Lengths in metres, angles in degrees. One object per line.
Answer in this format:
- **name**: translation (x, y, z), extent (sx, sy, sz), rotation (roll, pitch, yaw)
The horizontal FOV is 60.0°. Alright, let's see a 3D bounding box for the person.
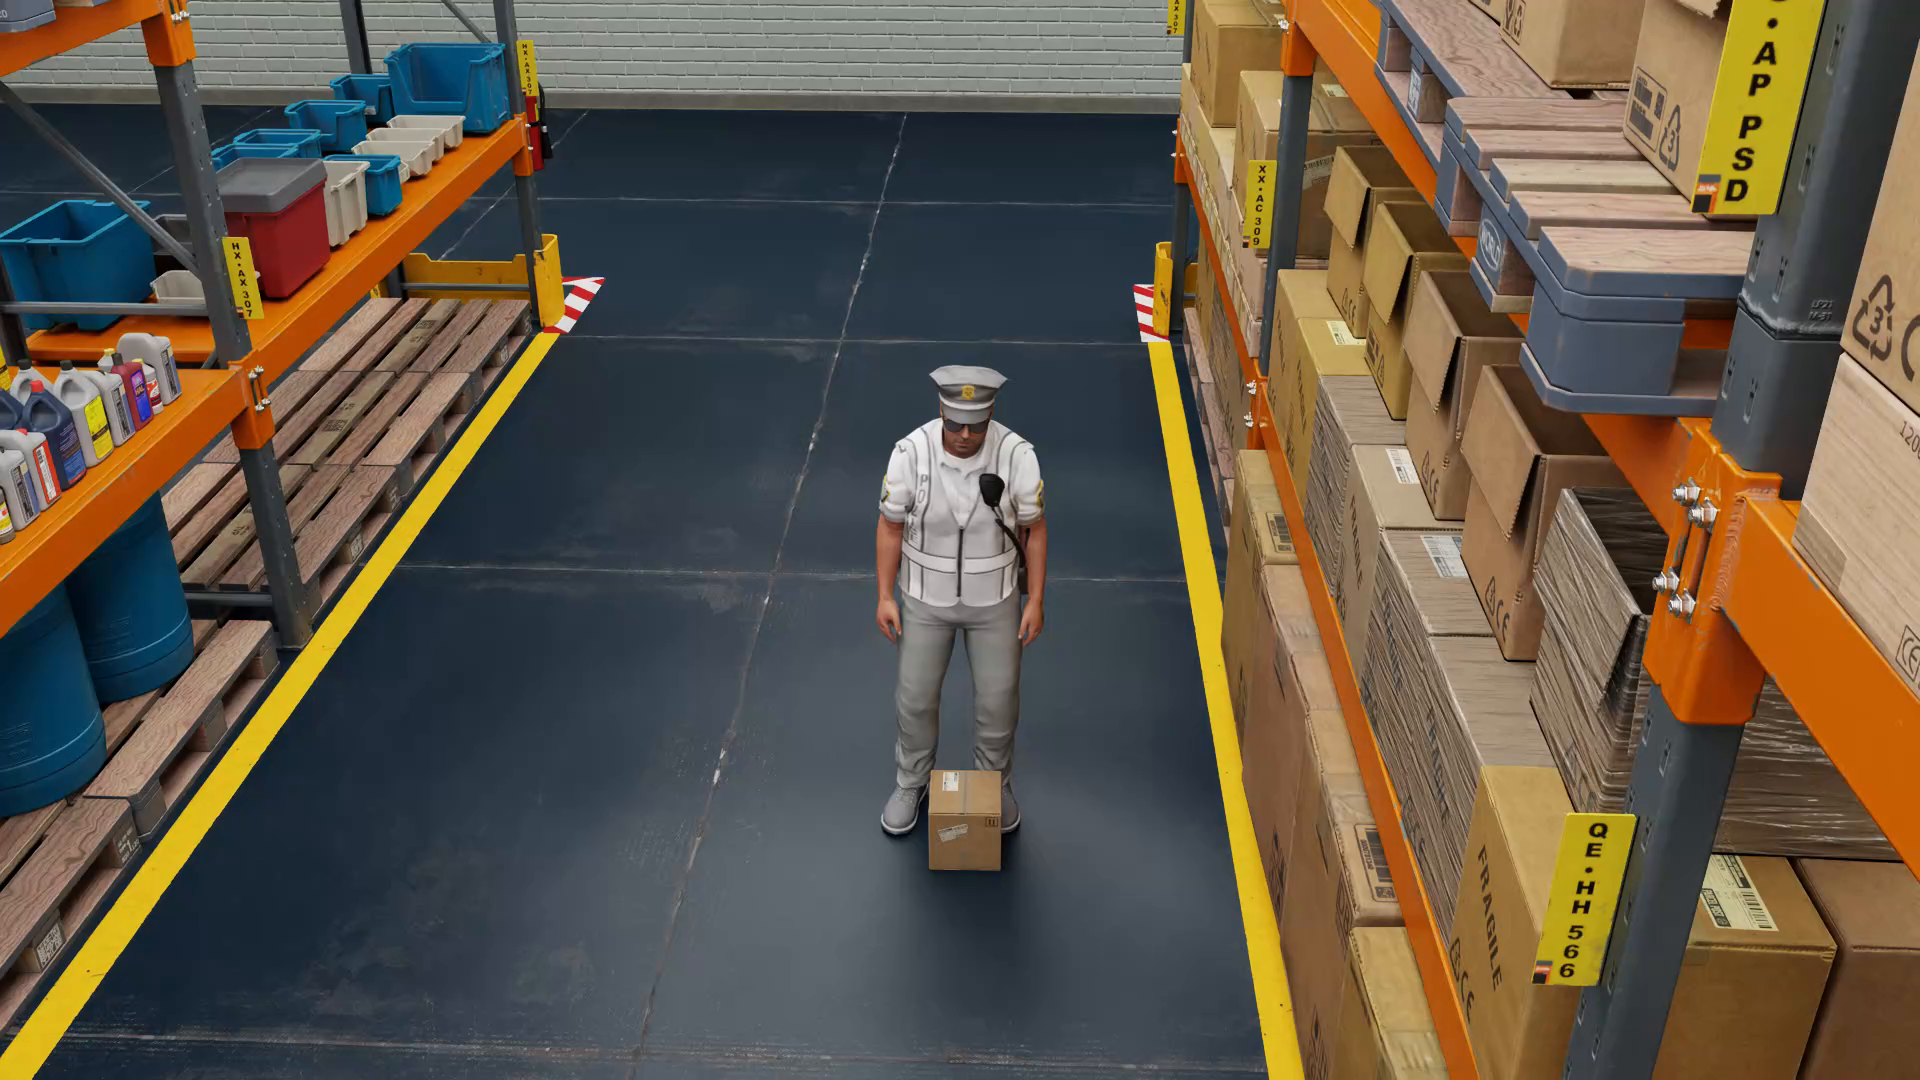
- **person**: translation (0.004, 0.196, 5.743), extent (0.587, 1.746, 0.441), rotation (1, 28, 1)
